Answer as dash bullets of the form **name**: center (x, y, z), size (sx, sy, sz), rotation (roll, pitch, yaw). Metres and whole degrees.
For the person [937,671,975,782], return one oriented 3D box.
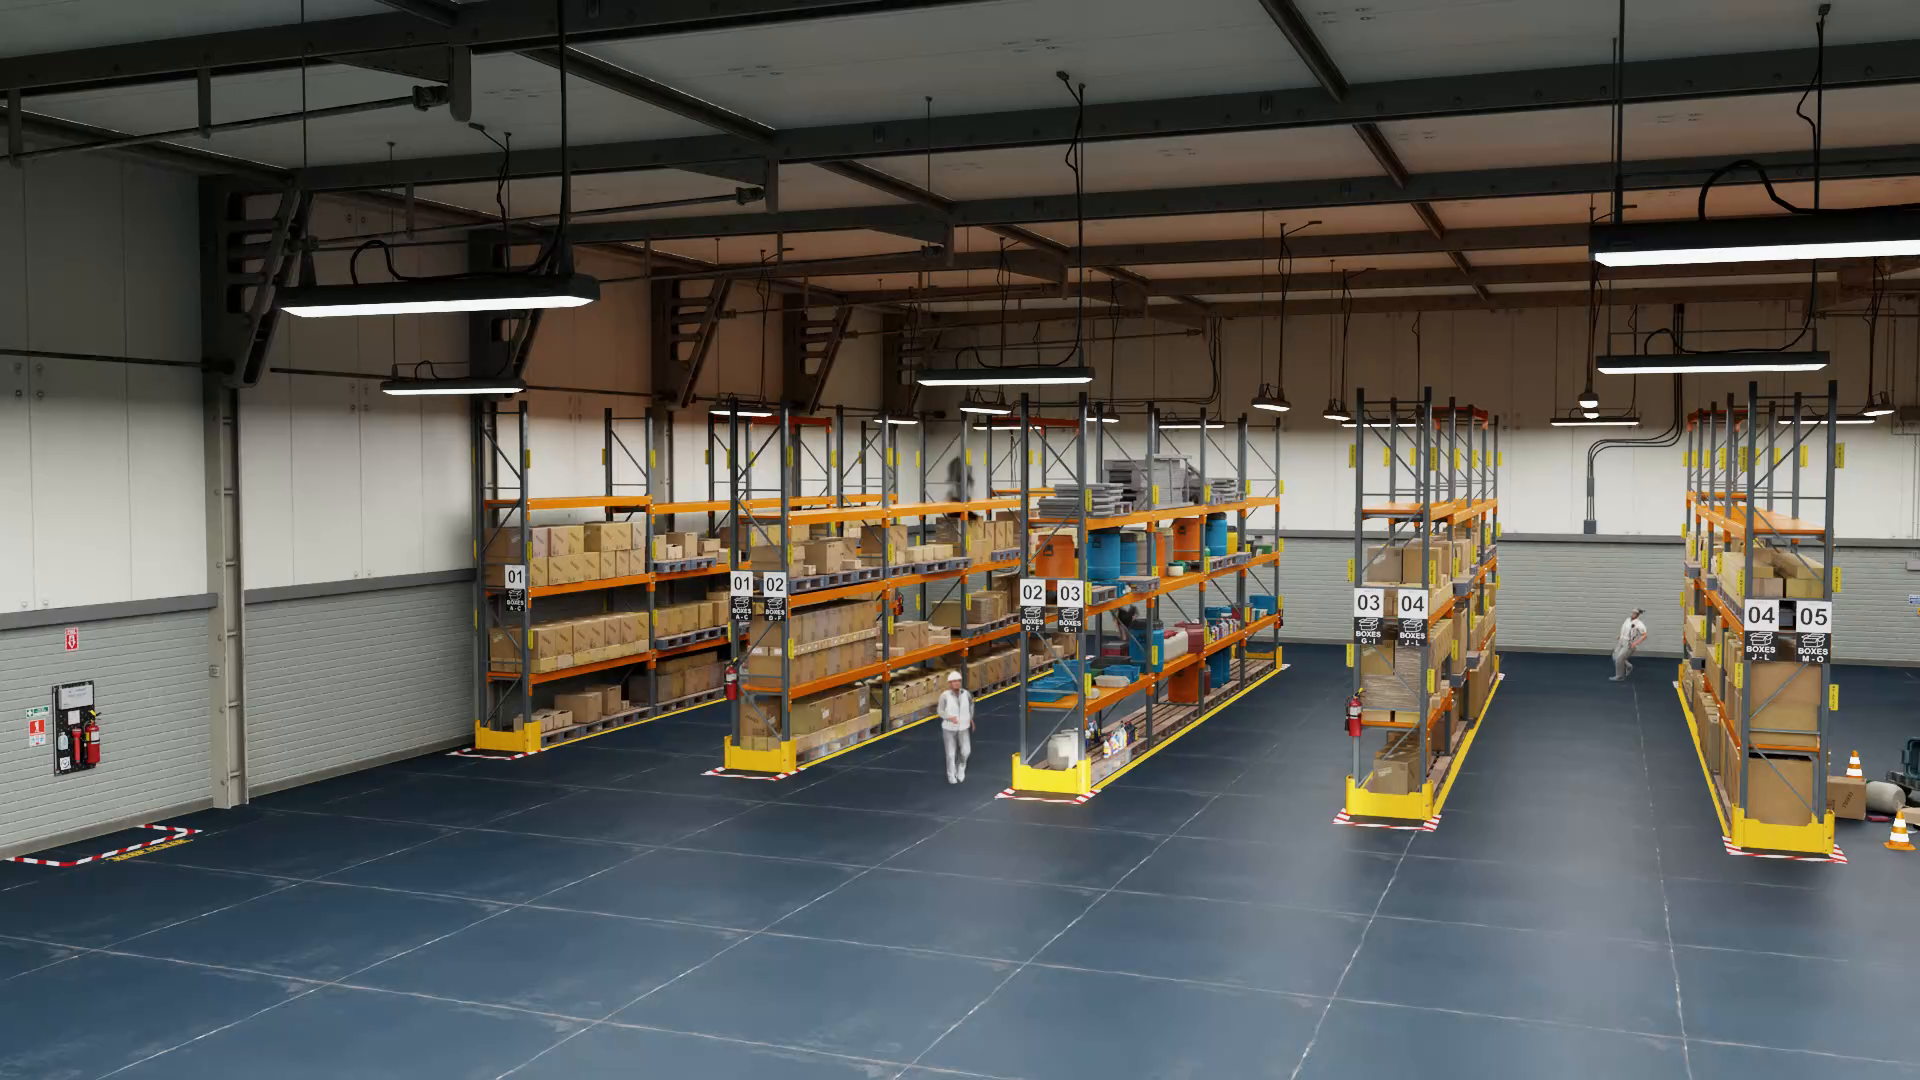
- **person**: center (-0.043, 2.880, 25.520), size (0.633, 1.728, 0.720), rotation (-1, 3, -13)

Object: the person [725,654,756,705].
- **person**: center (-3.954, 2.785, 30.244), size (0.645, 1.496, 0.816), rotation (0, 3, -3)

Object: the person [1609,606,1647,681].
- **person**: center (14.994, 2.334, 37.331), size (0.641, 1.698, 0.722), rotation (-1, 3, -13)

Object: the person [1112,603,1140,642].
- **person**: center (4.120, 2.165, 41.194), size (0.687, 1.728, 0.767), rotation (0, 3, -8)
